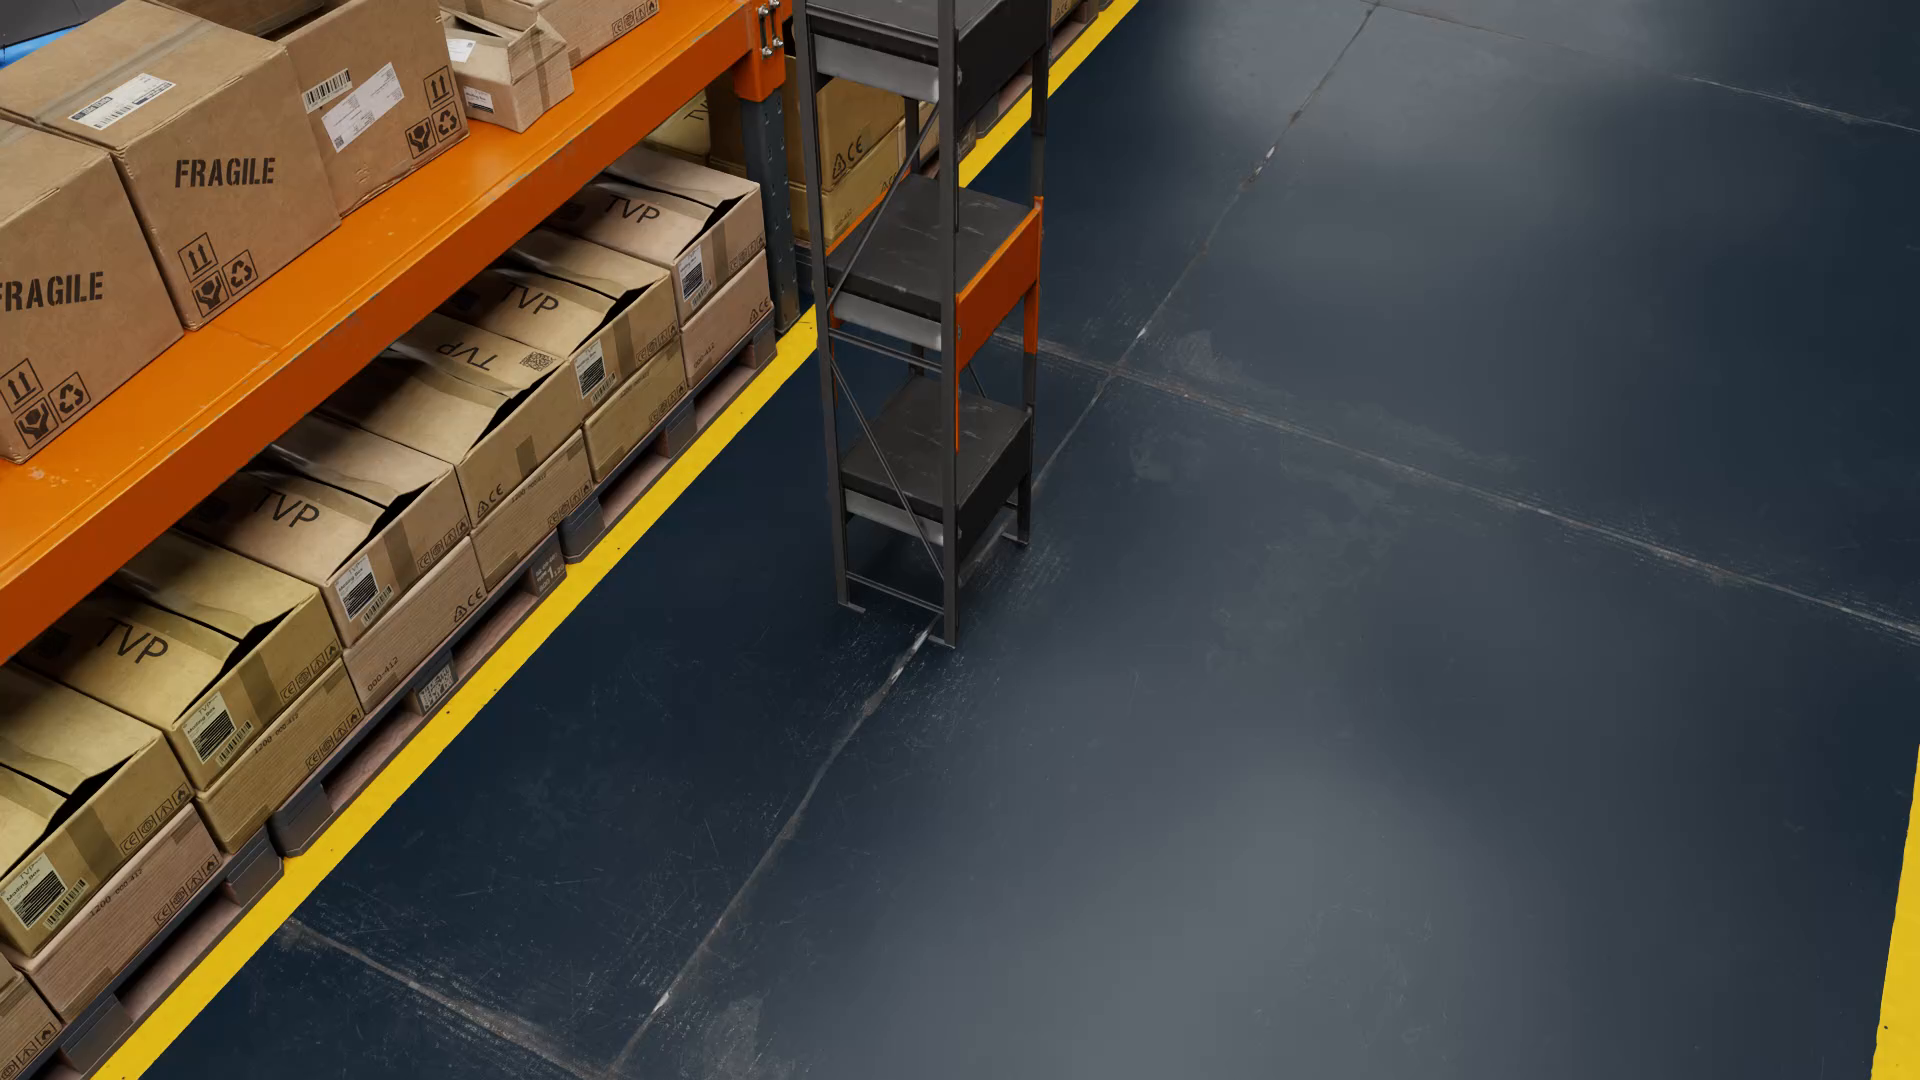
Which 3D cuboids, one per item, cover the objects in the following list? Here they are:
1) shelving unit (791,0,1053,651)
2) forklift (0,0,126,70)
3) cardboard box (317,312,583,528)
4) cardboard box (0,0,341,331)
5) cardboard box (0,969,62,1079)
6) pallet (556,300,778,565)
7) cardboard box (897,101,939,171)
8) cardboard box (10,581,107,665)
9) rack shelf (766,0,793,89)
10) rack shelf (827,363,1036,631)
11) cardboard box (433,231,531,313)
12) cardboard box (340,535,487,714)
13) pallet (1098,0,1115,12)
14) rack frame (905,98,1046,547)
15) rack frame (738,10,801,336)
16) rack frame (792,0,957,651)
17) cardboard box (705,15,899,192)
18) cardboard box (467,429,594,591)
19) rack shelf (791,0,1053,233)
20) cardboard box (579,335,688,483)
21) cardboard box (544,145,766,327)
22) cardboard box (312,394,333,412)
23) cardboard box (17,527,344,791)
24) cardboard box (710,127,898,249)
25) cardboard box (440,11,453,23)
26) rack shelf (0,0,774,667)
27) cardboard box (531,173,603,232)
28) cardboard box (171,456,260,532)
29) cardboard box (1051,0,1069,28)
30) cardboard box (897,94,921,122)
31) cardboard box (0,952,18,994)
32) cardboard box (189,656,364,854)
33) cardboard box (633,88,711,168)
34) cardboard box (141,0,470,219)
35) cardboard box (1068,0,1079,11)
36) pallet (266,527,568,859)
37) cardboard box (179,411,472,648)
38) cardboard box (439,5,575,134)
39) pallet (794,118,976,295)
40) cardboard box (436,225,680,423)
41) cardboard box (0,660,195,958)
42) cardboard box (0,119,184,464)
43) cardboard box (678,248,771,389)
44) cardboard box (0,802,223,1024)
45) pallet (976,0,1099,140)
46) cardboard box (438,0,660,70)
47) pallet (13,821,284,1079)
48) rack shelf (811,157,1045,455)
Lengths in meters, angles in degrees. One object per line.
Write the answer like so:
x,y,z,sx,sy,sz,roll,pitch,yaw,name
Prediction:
-0.077,-0.634,4.400,0.431,2.100,0.503,20,49,19,shelving unit
-4.018,-1.693,4.862,3.031,2.935,1.130,-30,52,-26,forklift
-1.453,-0.375,4.756,0.500,0.311,0.500,20,49,19,cardboard box
-1.897,-0.900,3.960,0.500,0.500,0.500,21,49,19,cardboard box
-2.403,1.115,3.677,0.500,0.250,0.500,20,49,19,cardboard box
-1.357,-0.533,5.629,1.003,0.211,1.213,20,49,19,pallet
-0.329,-1.677,6.436,0.500,0.250,0.500,20,49,19,cardboard box
-2.409,0.093,4.292,0.500,0.311,0.500,20,49,19,cardboard box
-0.121,-2.998,6.609,1.077,0.370,4.000,20,49,19,rack shelf
-0.077,-0.132,4.908,0.431,0.518,0.480,20,49,19,rack shelf
-1.699,-0.877,5.251,0.500,0.311,0.500,20,49,19,cardboard box
-1.696,0.146,4.635,0.500,0.250,0.500,21,49,20,cardboard box
0.489,-3.035,8.101,1.003,0.211,1.213,20,49,19,pallet
0.036,-0.788,4.552,0.400,2.100,0.015,20,49,19,rack frame
-1.049,-1.990,5.108,1.000,3.000,0.127,20,49,19,rack frame
-0.190,-0.480,4.248,0.400,2.100,0.015,20,49,19,rack frame
-0.557,-1.624,5.857,0.500,0.500,0.500,20,49,19,cardboard box
-1.459,-0.174,4.951,0.500,0.250,0.500,21,49,20,cardboard box
-0.077,-1.116,3.912,0.431,0.518,0.480,20,49,19,rack shelf
-1.222,-0.497,5.270,0.500,0.250,0.500,20,49,18,cardboard box
-0.984,-1.019,5.392,0.500,0.311,0.500,20,49,19,cardboard box
-1.938,-0.550,4.929,0.500,0.311,0.500,19,48,18,cardboard box
-1.928,0.264,4.124,0.500,0.311,0.500,19,48,18,cardboard box
-0.566,-1.364,6.127,0.500,0.250,0.500,20,49,19,cardboard box
-1.642,-1.411,4.713,0.380,0.149,0.250,20,49,19,cardboard box
-1.978,-0.478,4.119,1.077,0.370,4.000,20,49,19,rack shelf
-1.462,-1.191,5.561,0.500,0.311,0.500,21,49,19,cardboard box
-2.174,-0.222,4.604,0.500,0.311,0.500,22,49,20,cardboard box
0.134,-2.307,7.059,0.500,0.250,0.500,20,49,19,cardboard box
-0.332,-1.941,6.171,0.500,0.500,0.500,20,49,19,cardboard box
-2.403,0.918,3.477,0.500,0.311,0.500,22,49,20,cardboard box
-1.934,0.469,4.316,0.500,0.250,0.500,19,48,18,cardboard box
-1.028,-1.536,6.297,0.500,0.250,0.500,20,49,19,cardboard box
-1.665,-1.215,4.272,0.500,0.500,0.500,24,50,22,cardboard box
0.368,-2.621,7.370,0.500,0.250,0.500,20,49,19,cardboard box
-1.922,0.238,4.866,1.003,0.211,1.213,20,49,19,pallet
-1.690,-0.060,4.444,0.500,0.311,0.500,20,49,19,cardboard box
-1.295,-1.329,4.549,0.396,0.266,0.258,19,48,18,cardboard box
-0.643,-1.497,6.581,1.003,0.211,1.213,20,49,19,pallet
-1.219,-0.689,5.066,0.500,0.311,0.500,22,49,20,cardboard box
-2.167,0.585,3.807,0.500,0.311,0.500,19,48,18,cardboard box
-2.142,-0.568,3.632,0.500,0.500,0.500,18,48,17,cardboard box
-0.985,-0.815,5.584,0.500,0.250,0.500,20,49,19,cardboard box
-2.170,0.798,3.990,0.500,0.250,0.500,19,48,18,cardboard box
-0.078,-2.269,7.344,1.003,0.211,1.213,20,49,19,pallet
-1.239,-1.613,4.841,0.500,0.250,0.500,23,50,21,cardboard box
-2.490,1.004,4.109,1.003,0.211,1.213,20,49,19,pallet
-0.077,-0.624,4.410,0.431,0.518,0.480,20,49,19,rack shelf
